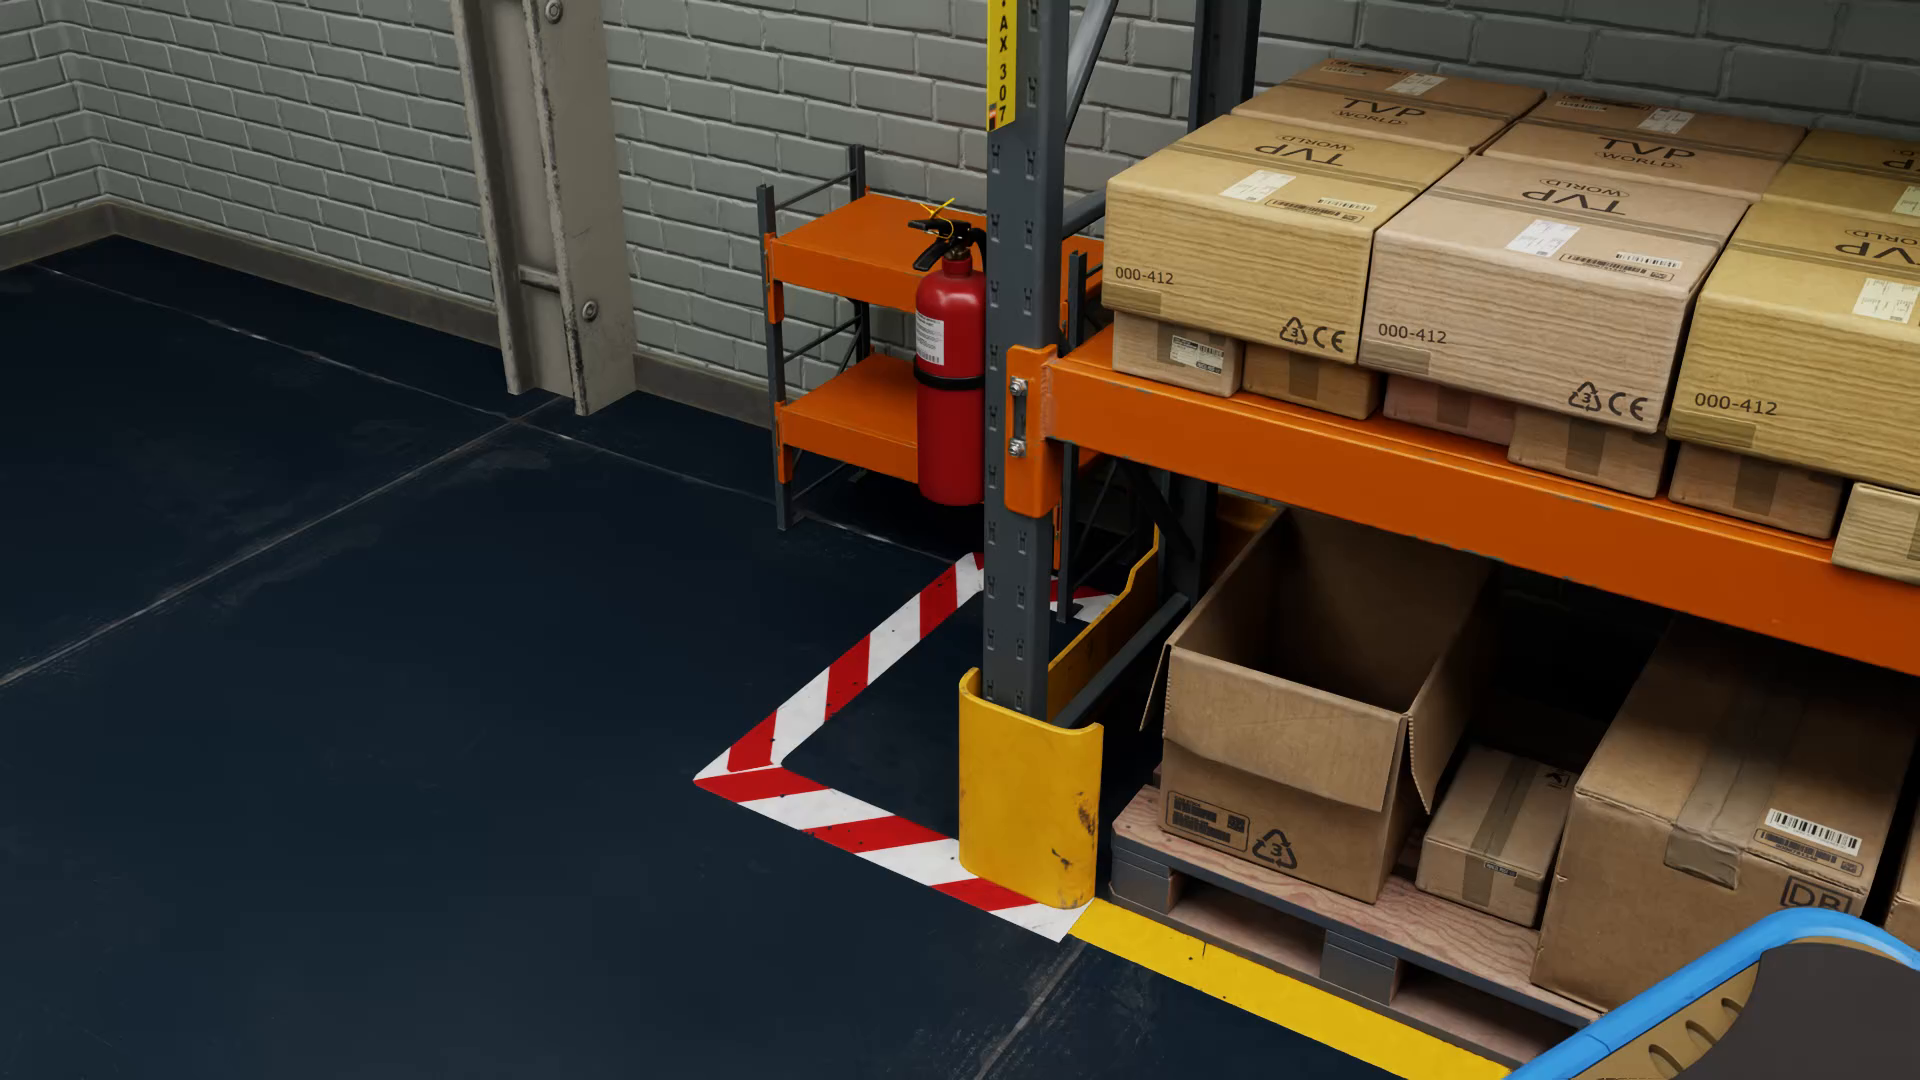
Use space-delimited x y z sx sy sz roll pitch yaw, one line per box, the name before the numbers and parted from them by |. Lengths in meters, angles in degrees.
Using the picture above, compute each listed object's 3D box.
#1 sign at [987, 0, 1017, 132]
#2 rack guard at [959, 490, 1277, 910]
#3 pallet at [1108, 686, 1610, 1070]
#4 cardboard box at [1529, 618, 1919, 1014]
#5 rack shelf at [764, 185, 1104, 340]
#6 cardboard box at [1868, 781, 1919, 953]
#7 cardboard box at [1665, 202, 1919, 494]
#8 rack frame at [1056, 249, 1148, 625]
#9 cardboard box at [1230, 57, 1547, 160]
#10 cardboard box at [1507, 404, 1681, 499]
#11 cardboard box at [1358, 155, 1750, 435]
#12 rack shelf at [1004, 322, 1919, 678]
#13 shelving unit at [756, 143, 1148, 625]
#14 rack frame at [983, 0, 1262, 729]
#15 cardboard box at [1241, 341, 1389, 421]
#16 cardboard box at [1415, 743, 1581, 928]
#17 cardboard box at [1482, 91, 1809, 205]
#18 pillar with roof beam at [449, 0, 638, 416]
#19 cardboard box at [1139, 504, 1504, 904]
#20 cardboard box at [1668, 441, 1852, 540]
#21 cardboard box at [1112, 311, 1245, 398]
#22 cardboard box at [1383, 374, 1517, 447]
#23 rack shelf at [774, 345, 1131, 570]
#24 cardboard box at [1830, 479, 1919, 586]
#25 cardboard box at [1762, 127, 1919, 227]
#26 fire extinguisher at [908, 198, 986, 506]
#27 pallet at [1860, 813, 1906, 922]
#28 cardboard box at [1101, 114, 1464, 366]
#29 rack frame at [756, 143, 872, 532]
sign | 0.076 -0.896 2.950 0.005 0.325 0.100 18 35 27
rack guard | 0.429 0.347 4.160 0.348 0.500 1.175 18 35 27
pallet | 1.105 0.685 3.867 1.213 0.211 1.003 18 35 27
cardboard box | 1.536 0.595 3.318 0.500 0.500 0.700 19 35 29
rack shelf | -0.006 -0.740 4.821 1.000 0.278 0.538 17 35 27
cardboard box | 1.930 0.779 3.002 0.500 0.500 0.500 18 35 28
cardboard box | 1.464 -0.311 2.661 0.500 0.250 0.500 17 34 26
rack frame | 0.425 -0.351 4.736 0.032 1.125 0.500 17 35 27
cardboard box | 0.896 -0.807 3.511 0.500 0.250 0.500 19 35 29
cardboard box | 1.160 -0.242 2.938 0.250 0.149 0.380 19 35 29
cardboard box | 1.033 -0.446 2.891 0.500 0.250 0.500 18 35 28
rack shelf | 2.059 0.093 2.828 4.000 0.370 1.077 18 35 27
shelving unit | -0.006 -0.487 4.968 1.048 1.125 0.538 17 35 27
rack frame | 0.365 -0.754 3.565 0.127 3.000 1.000 18 35 27
cardboard box | 0.737 -0.392 3.194 0.250 0.149 0.380 18 35 29
cardboard box | 1.172 0.631 3.604 0.250 0.149 0.380 16 34 25
cardboard box | 1.332 -0.669 3.273 0.500 0.250 0.500 18 35 27
pillar with roof beam | -3.728 -2.614 0.801 0.400 9.000 9.100 18 35 27
cardboard box | 0.832 0.348 3.738 0.637 0.503 0.797 16 34 25
cardboard box | 1.388 -0.173 2.820 0.250 0.149 0.380 18 35 28
cardboard box | 0.497 -0.440 3.277 0.250 0.149 0.380 17 34 27
cardboard box | 0.978 -0.336 3.098 0.250 0.149 0.380 17 34 27
rack shelf | -0.006 -0.276 5.092 1.000 0.278 0.538 17 35 27
cardboard box | 1.562 -0.074 2.649 0.250 0.149 0.380 17 34 26
cardboard box | 1.749 -0.534 3.042 0.500 0.250 0.500 19 35 29
fire extinguisher | -0.005 -0.401 3.408 0.183 0.674 0.296 18 35 27
pallet | 2.134 1.012 3.306 1.213 0.211 1.003 18 35 27
cardboard box | 0.606 -0.581 3.122 0.500 0.250 0.500 18 35 28
rack frame | -0.437 -0.623 5.201 0.032 1.125 0.500 17 35 27
